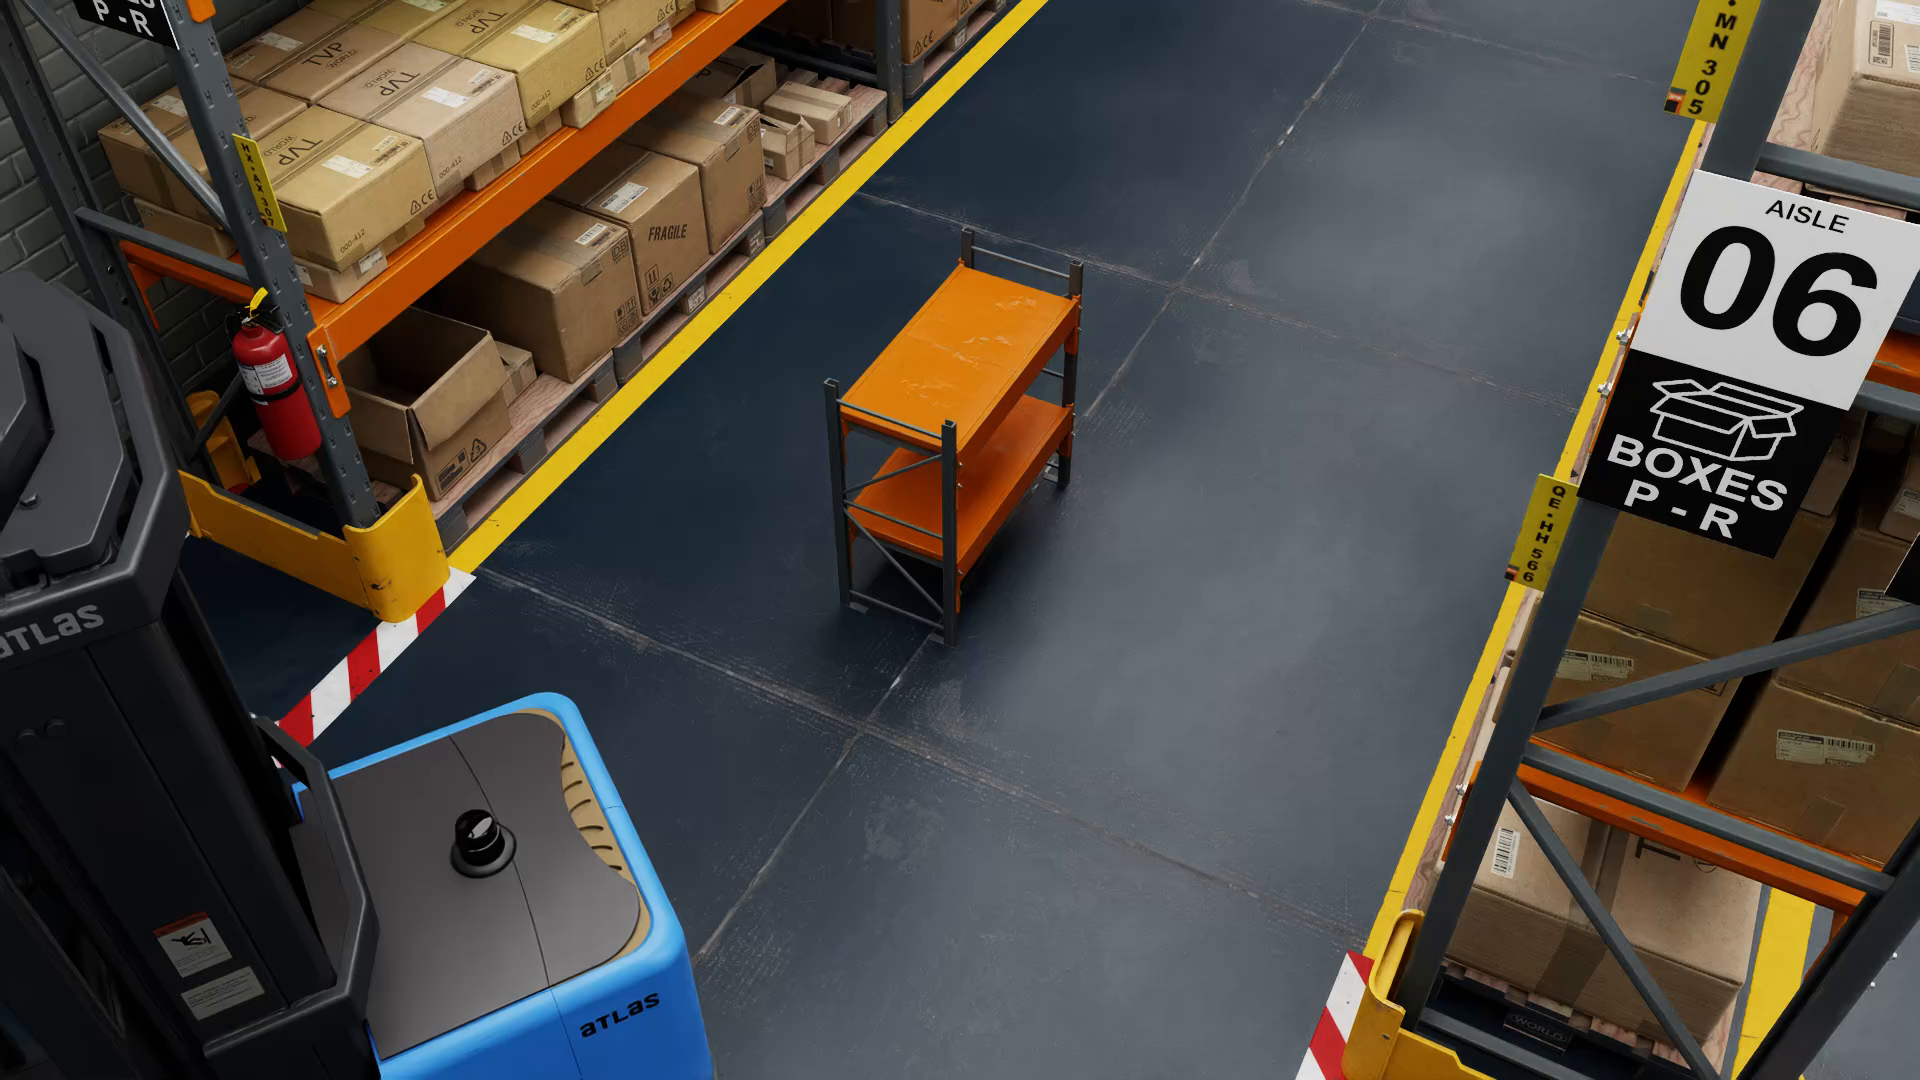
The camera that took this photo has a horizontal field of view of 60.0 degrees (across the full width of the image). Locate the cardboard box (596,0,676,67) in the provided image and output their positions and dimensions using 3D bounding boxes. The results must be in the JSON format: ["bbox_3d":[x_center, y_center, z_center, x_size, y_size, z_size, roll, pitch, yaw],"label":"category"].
[{"bbox_3d":[-1.501,-2.185,6.697,0.500,0.250,0.500,19,48,18],"label":"cardboard box"}]

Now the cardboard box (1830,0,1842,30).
[{"bbox_3d":[2.016,-1.086,3.416,0.380,0.149,0.250,17,48,16],"label":"cardboard box"}]

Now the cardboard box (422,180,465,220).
[{"bbox_3d":[-2.071,-1.350,6.152,0.380,0.149,0.250,20,49,19],"label":"cardboard box"}]

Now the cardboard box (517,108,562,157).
[{"bbox_3d":[-1.781,-1.658,6.457,0.380,0.149,0.250,21,49,20],"label":"cardboard box"}]

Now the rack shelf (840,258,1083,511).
[{"bbox_3d":[-0.003,-0.597,6.138,0.538,0.278,1.000,20,49,19],"label":"rack shelf"}]

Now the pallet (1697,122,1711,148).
[{"bbox_3d":[4.476,-2.155,8.731,1.003,0.211,1.213,20,49,19],"label":"pallet"}]

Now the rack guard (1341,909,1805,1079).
[{"bbox_3d":[1.752,1.561,4.856,1.175,0.500,0.348,20,49,19],"label":"rack guard"}]

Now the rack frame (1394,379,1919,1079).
[{"bbox_3d":[1.763,0.667,3.982,1.000,3.000,0.127,20,49,19],"label":"rack frame"}]

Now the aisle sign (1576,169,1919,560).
[{"bbox_3d":[1.455,-0.304,3.113,0.394,0.787,0.004,20,49,19],"label":"aisle sign"}]

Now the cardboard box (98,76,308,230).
[{"bbox_3d":[-2.657,-1.399,5.920,0.500,0.250,0.500,22,49,20],"label":"cardboard box"}]

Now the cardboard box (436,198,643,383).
[{"bbox_3d":[-1.836,-1.118,7.208,0.700,0.500,0.500,22,49,21],"label":"cardboard box"}]

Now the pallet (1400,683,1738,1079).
[{"bbox_3d":[2.065,1.118,5.497,1.003,0.211,1.213,20,49,19],"label":"pallet"}]

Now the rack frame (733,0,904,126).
[{"bbox_3d":[-0.778,-3.489,8.090,1.000,3.000,0.127,20,49,19],"label":"rack frame"}]

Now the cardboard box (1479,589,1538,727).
[{"bbox_3d":[2.398,0.392,5.760,0.875,0.438,0.875,22,49,20],"label":"cardboard box"}]

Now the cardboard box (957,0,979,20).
[{"bbox_3d":[-0.116,-3.327,9.392,0.500,0.500,0.500,20,49,19],"label":"cardboard box"}]

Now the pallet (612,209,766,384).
[{"bbox_3d":[-1.663,-1.305,7.892,1.003,0.211,1.213,20,49,19],"label":"pallet"}]

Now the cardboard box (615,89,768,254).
[{"bbox_3d":[-1.354,-1.772,7.855,0.700,0.500,0.500,19,48,18],"label":"cardboard box"}]

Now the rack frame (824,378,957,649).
[{"bbox_3d":[-0.239,-0.071,6.029,0.500,1.125,0.032,20,49,19],"label":"rack frame"}]

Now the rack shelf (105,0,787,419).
[{"bbox_3d":[-1.707,-1.976,7.100,1.077,0.370,4.000,20,49,19],"label":"rack shelf"}]

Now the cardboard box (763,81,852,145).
[{"bbox_3d":[-0.777,-2.187,8.511,0.380,0.149,0.250,19,48,18],"label":"cardboard box"}]

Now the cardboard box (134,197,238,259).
[{"bbox_3d":[-2.719,-1.178,5.982,0.380,0.149,0.250,20,49,19],"label":"cardboard box"}]

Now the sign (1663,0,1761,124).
[{"bbox_3d":[1.289,-0.859,2.814,0.100,0.325,0.005,20,49,19],"label":"sign"}]

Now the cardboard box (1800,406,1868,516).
[{"bbox_3d":[1.752,-0.240,3.649,0.380,0.149,0.250,21,49,20],"label":"cardboard box"}]

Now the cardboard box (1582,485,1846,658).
[{"bbox_3d":[1.776,-0.102,3.968,0.500,0.500,0.500,22,49,20],"label":"cardboard box"}]

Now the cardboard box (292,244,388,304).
[{"bbox_3d":[-2.240,-0.998,5.804,0.380,0.149,0.250,20,49,19],"label":"cardboard box"}]

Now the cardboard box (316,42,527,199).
[{"bbox_3d":[-1.952,-1.536,6.055,0.500,0.250,0.500,21,49,19],"label":"cardboard box"}]

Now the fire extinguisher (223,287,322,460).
[{"bbox_3d":[-2.294,-0.566,5.517,0.296,0.674,0.183,20,49,19],"label":"fire extinguisher"}]

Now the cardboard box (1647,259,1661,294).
[{"bbox_3d":[2.457,-0.727,5.290,0.500,0.500,0.500,22,49,20],"label":"cardboard box"}]

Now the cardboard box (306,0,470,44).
[{"bbox_3d":[-2.182,-2.033,6.547,0.500,0.250,0.500,22,49,20],"label":"cardboard box"}]

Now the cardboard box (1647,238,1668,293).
[{"bbox_3d":[3.233,-0.740,6.878,0.875,0.438,0.875,20,49,19],"label":"cardboard box"}]

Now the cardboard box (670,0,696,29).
[{"bbox_3d":[-1.362,-2.322,7.112,0.380,0.149,0.250,21,49,20],"label":"cardboard box"}]

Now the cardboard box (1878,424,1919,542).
[{"bbox_3d":[2.173,-0.080,3.491,0.380,0.149,0.250,21,49,20],"label":"cardboard box"}]

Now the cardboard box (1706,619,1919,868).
[{"bbox_3d":[2.240,0.424,4.151,0.500,0.500,0.500,20,49,19],"label":"cardboard box"}]

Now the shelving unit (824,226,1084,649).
[{"bbox_3d":[-0.003,-0.391,6.346,0.538,1.125,1.048,20,49,19],"label":"shelving unit"}]

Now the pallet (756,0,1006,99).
[{"bbox_3d":[-0.434,-3.034,9.600,1.003,0.211,1.213,20,49,19],"label":"pallet"}]

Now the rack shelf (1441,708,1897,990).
[{"bbox_3d":[2.691,-0.340,5.483,1.077,0.370,4.000,20,49,19],"label":"rack shelf"}]

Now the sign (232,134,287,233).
[{"bbox_3d":[-2.155,-1.095,5.114,0.100,0.325,0.005,20,49,19],"label":"sign"}]

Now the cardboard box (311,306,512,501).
[{"bbox_3d":[-2.267,-0.594,6.688,0.797,0.503,0.637,19,48,18],"label":"cardboard box"}]

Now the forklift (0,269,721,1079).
[{"bbox_3d":[-2.242,0.940,3.760,3.031,2.935,1.130,-21,49,-19],"label":"forklift"}]

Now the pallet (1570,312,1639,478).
[{"bbox_3d":[3.197,-0.419,7.016,1.003,0.211,1.213,20,49,19],"label":"pallet"}]

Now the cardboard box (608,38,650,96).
[{"bbox_3d":[-1.493,-1.965,6.760,0.380,0.149,0.250,22,49,20],"label":"cardboard box"}]
